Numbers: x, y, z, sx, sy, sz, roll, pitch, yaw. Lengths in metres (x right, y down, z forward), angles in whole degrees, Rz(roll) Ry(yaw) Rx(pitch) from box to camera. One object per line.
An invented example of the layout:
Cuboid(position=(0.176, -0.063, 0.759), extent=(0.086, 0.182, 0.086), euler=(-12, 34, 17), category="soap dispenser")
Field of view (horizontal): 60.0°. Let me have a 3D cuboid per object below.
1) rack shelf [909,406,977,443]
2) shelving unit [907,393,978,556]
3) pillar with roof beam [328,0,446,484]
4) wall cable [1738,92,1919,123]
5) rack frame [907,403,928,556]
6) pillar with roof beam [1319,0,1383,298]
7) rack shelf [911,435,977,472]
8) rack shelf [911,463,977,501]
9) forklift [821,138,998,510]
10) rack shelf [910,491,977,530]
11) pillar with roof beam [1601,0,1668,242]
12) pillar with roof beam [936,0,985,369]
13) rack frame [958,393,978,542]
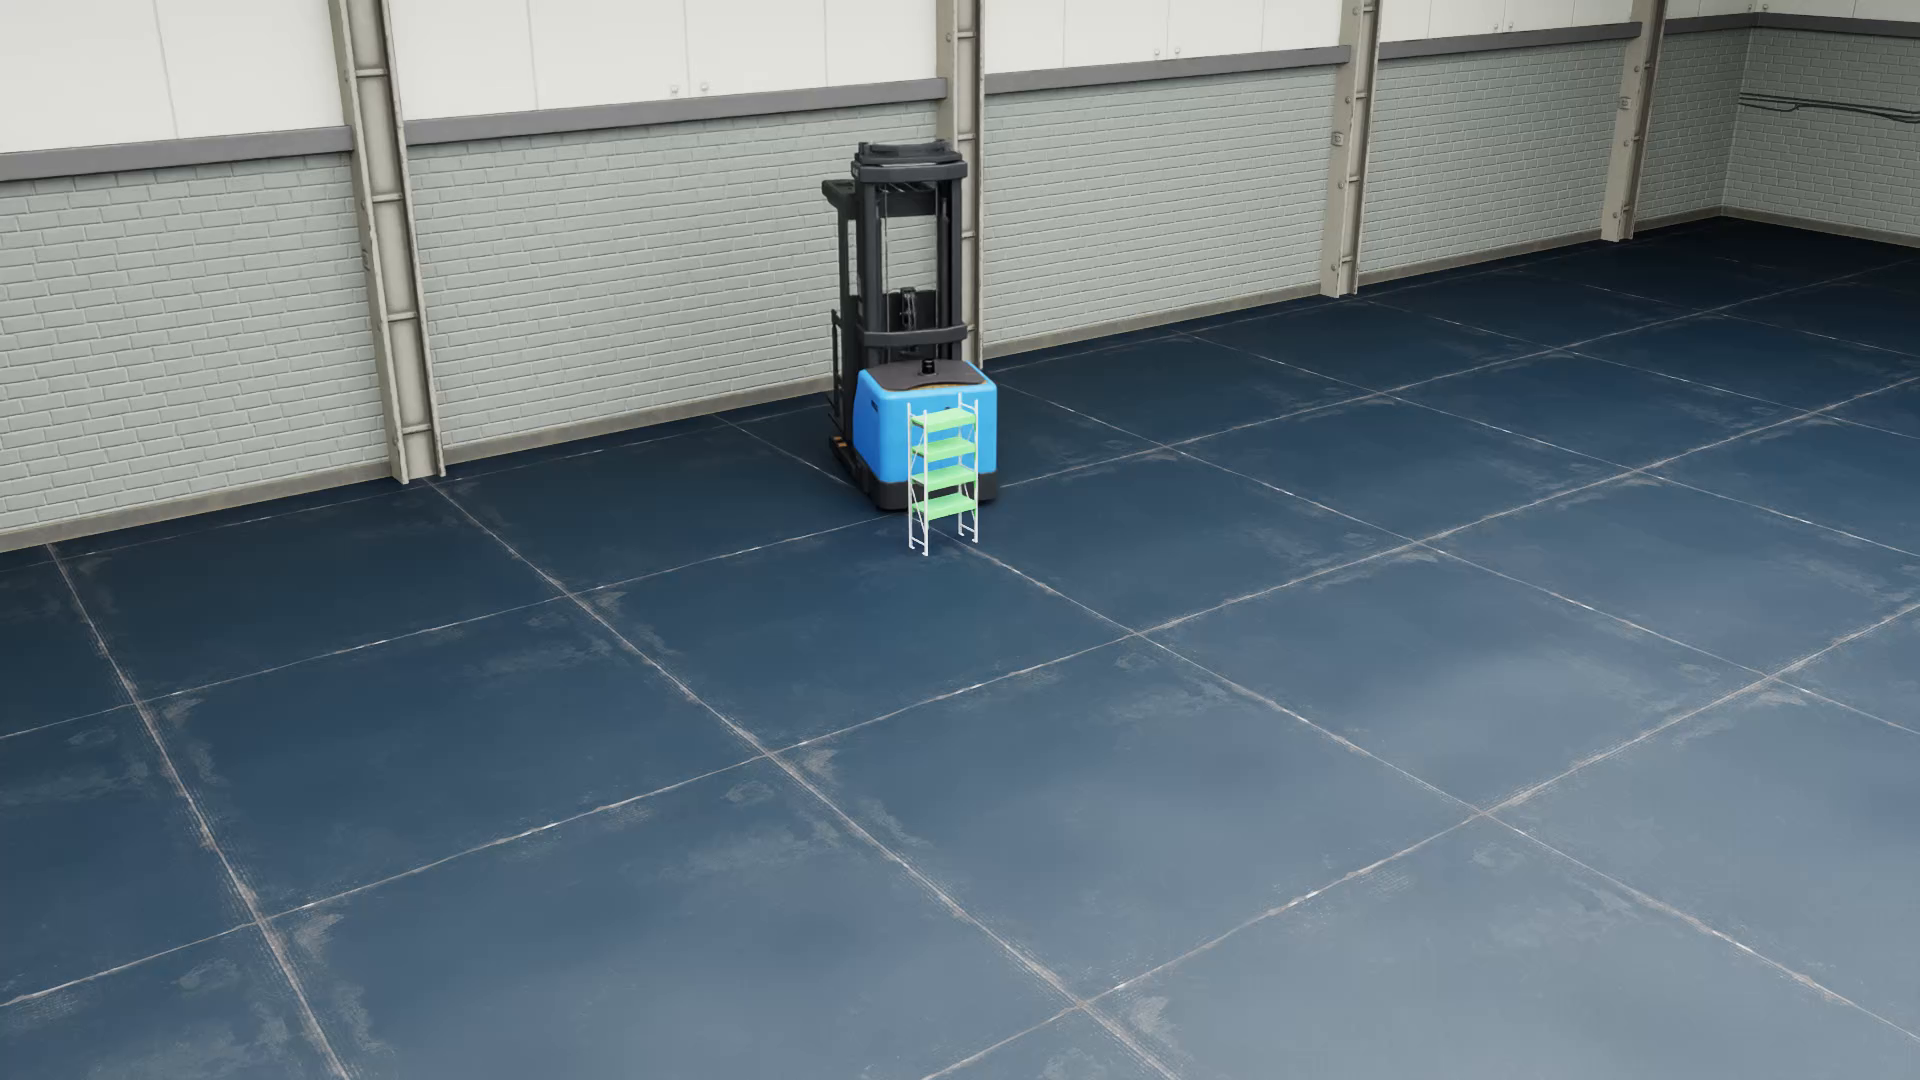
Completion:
Cuboid(position=(-0.134, -0.908, 13.024), extent=(0.480, 0.148, 0.258), euler=(-15, 26, -33), category="rack shelf")
Cuboid(position=(-0.134, -0.521, 13.179), extent=(0.503, 1.200, 0.258), euler=(-15, 26, -33), category="shelving unit")
Cuboid(position=(-2.352, -3.468, 10.039), extent=(0.400, 9.000, 9.100), euler=(-15, 26, -33), category="pillar with roof beam")
Cuboid(position=(12.909, -7.457, 24.225), extent=(0.112, 2.526, 3.097), euler=(-15, 26, -33), category="wall cable")
Cuboid(position=(-0.332, -0.469, 13.046), extent=(0.015, 1.200, 0.240), euler=(-15, 26, -33), category="rack frame")
Cuboid(position=(7.389, -6.065, 16.548), extent=(0.400, 9.000, 9.100), euler=(-15, 26, -33), category="pillar with roof beam")
Cuboid(position=(-0.134, -0.685, 13.113), extent=(0.480, 0.148, 0.258), euler=(-15, 26, -33), category="rack shelf")
Cuboid(position=(-0.134, -0.462, 13.202), extent=(0.480, 0.148, 0.258), euler=(-15, 26, -33), category="rack shelf")
Cuboid(position=(-0.587, -2.130, 14.874), extent=(1.130, 2.935, 3.031), euler=(-6, 23, -15), category="forklift")
Cuboid(position=(-0.134, -0.239, 13.291), extent=(0.480, 0.148, 0.258), euler=(-15, 26, -33), category="rack shelf")
Cuboid(position=(12.259, -7.364, 19.803), extent=(0.400, 9.000, 9.100), euler=(-15, 26, -33), category="pillar with roof beam")
Cuboid(position=(2.518, -4.766, 13.294), extent=(0.400, 9.000, 9.100), euler=(-15, 26, -33), category="pillar with roof beam")
Cuboid(position=(0.064, -0.574, 13.311), extent=(0.015, 1.200, 0.240), euler=(-15, 26, -33), category="rack frame")
